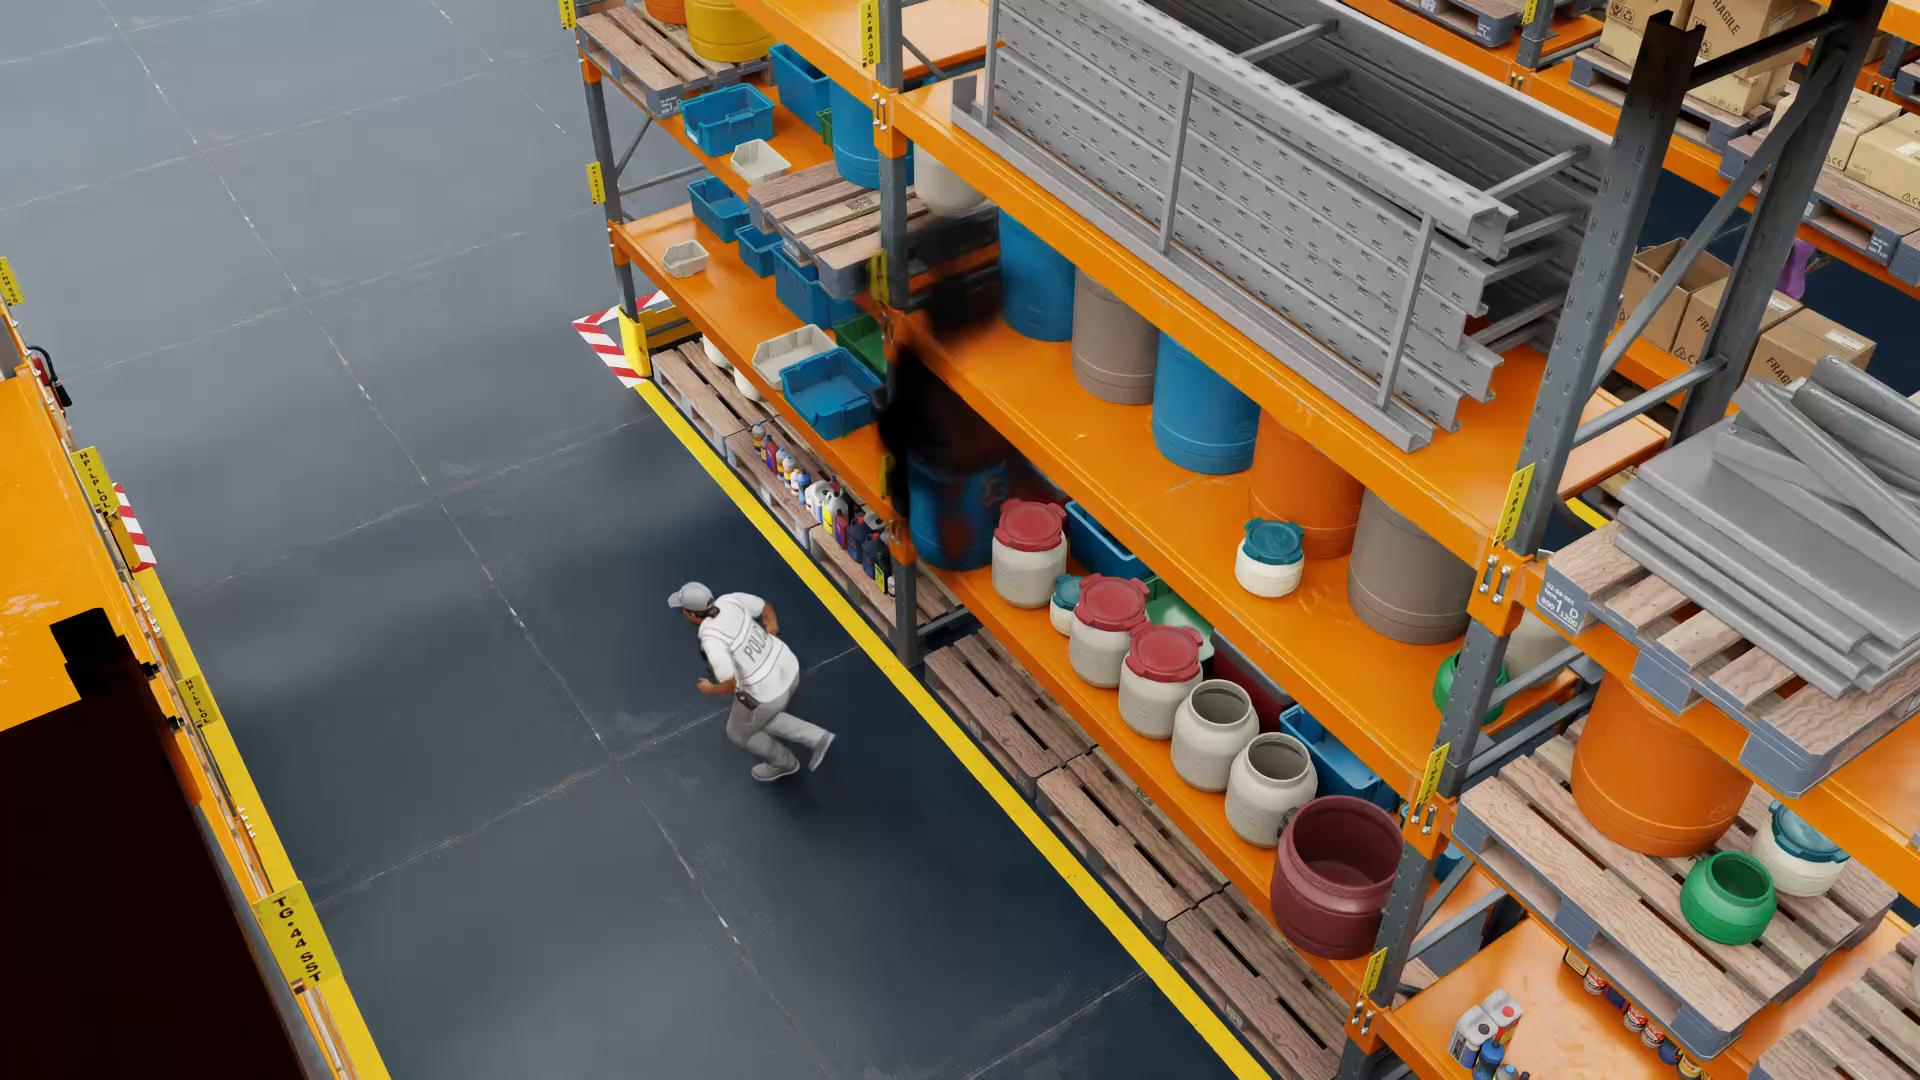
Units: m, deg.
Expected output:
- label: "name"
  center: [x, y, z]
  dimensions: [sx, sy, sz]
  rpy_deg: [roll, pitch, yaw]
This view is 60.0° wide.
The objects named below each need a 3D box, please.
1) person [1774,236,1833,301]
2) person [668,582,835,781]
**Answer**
- label: "person"
  center: [6.246, -1.838, 12.600]
  dimensions: [0.559, 1.604, 0.789]
  rpy_deg: [-21, 47, -21]
- label: "person"
  center: [-1.202, 0.835, 9.791]
  dimensions: [0.932, 1.472, 0.623]
  rpy_deg: [10, 43, 10]
